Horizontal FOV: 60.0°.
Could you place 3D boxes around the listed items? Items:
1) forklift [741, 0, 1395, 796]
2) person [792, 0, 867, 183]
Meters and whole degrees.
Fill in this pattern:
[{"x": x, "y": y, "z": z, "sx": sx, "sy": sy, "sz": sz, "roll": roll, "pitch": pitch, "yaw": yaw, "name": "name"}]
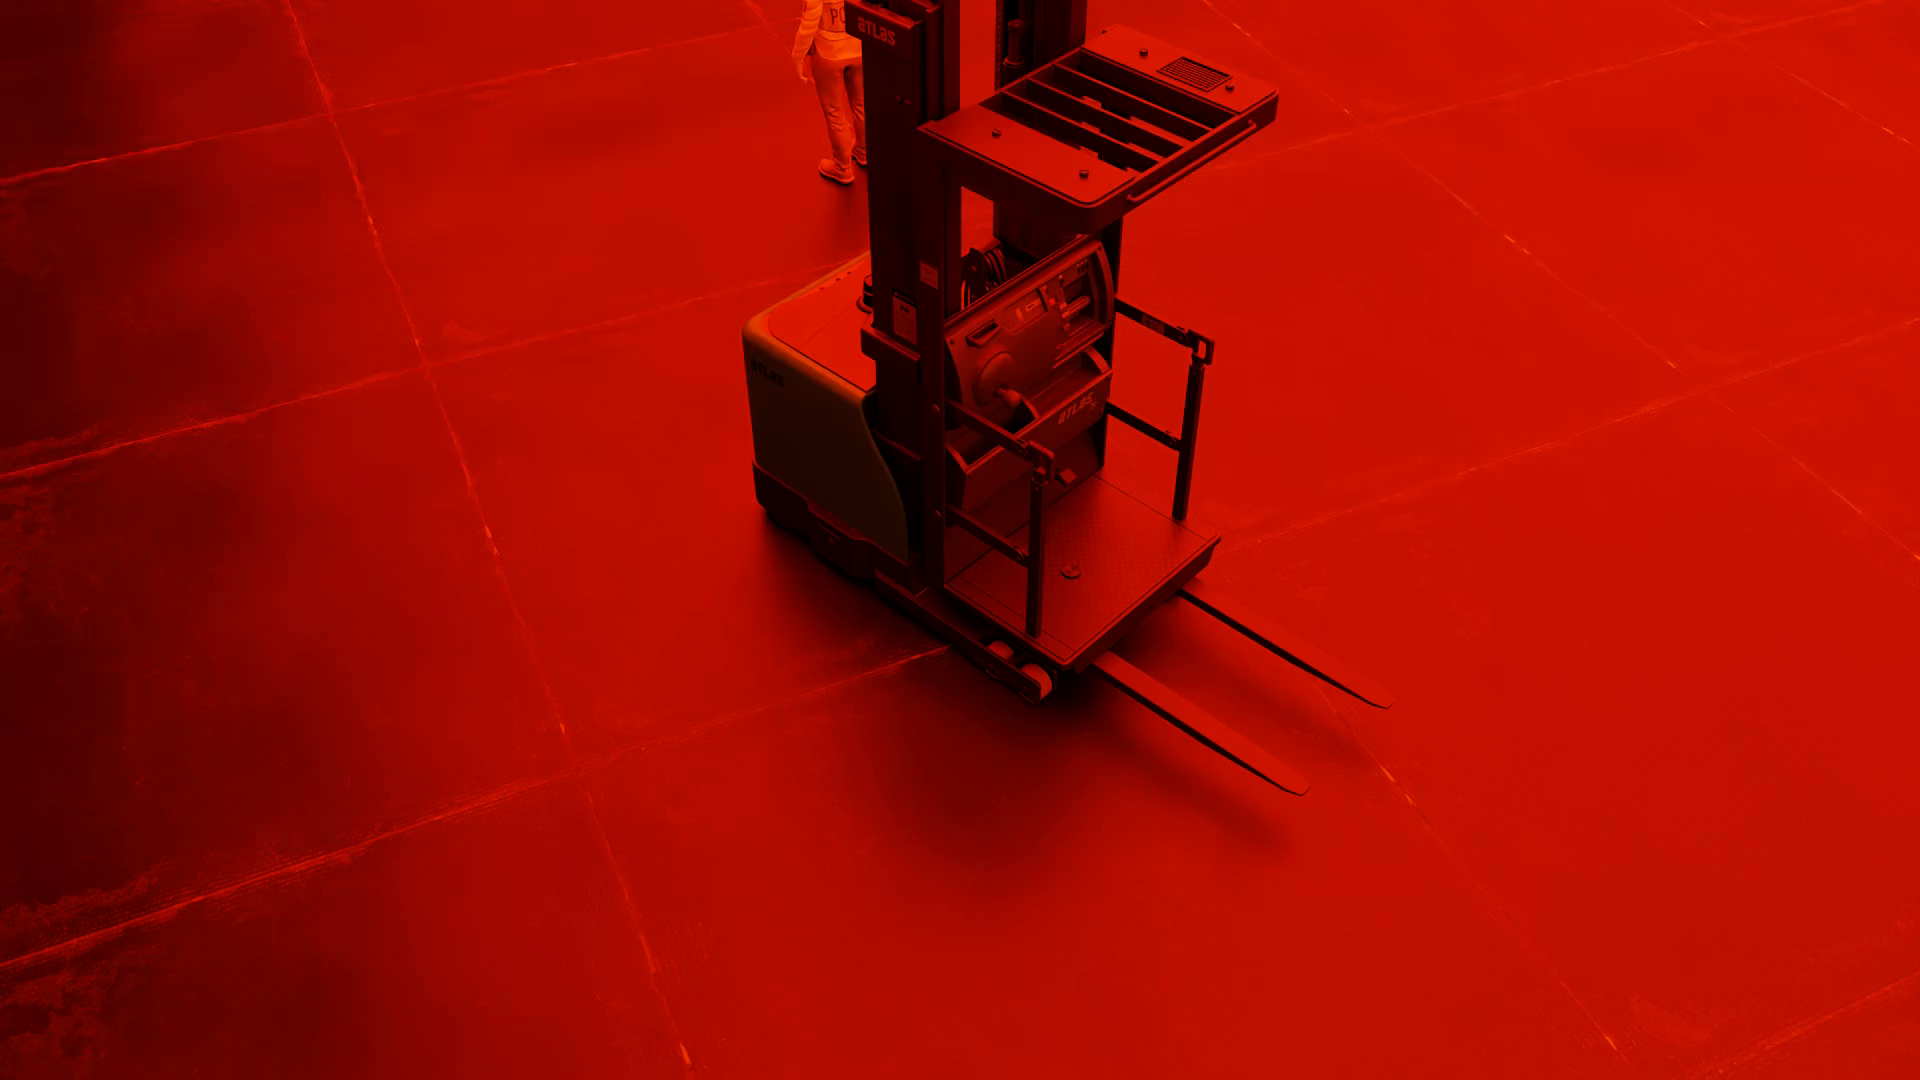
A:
[{"x": 0.445, "y": -0.788, "z": 6.525, "sx": 3.031, "sy": 2.935, "sz": 1.130, "roll": 32, "pitch": 52, "yaw": 30, "name": "forklift"}, {"x": -0.733, "y": -2.862, "z": 9.642, "sx": 0.587, "sy": 1.694, "sz": 0.531, "roll": -25, "pitch": 48, "yaw": -24, "name": "person"}]
